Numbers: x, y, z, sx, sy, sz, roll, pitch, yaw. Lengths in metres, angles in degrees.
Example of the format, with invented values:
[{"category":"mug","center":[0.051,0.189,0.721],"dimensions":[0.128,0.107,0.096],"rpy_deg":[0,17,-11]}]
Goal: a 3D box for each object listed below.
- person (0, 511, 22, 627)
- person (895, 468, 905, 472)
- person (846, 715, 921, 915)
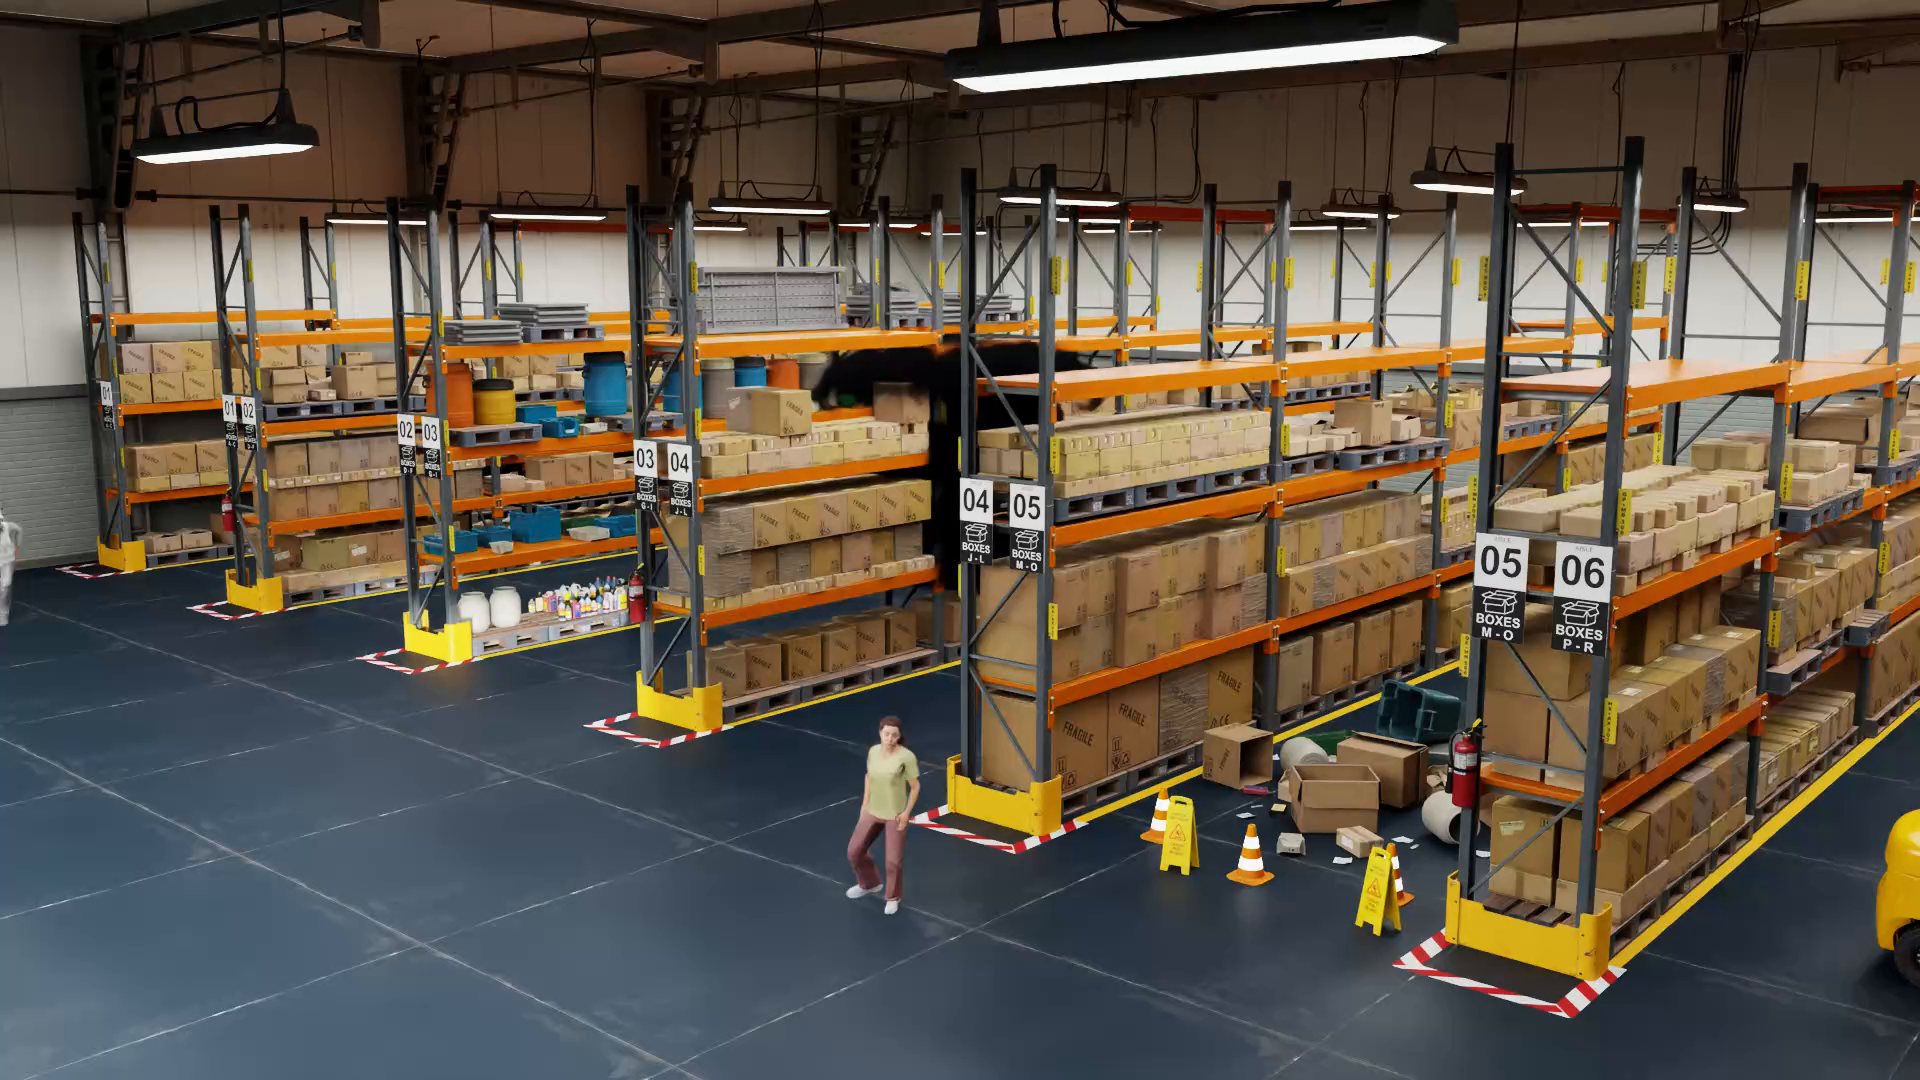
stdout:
[{"category":"person","center":[-13.995,0.349,24.174],"dimensions":[0.692,1.733,1.041],"rpy_deg":[-7,12,-35]},{"category":"person","center":[-1.381,-2.213,39.500],"dimensions":[0.650,1.625,0.876],"rpy_deg":[-9,13,-44]},{"category":"person","center":[-0.641,2.191,13.248],"dimensions":[0.699,1.657,0.546],"rpy_deg":[3,10,19]}]
